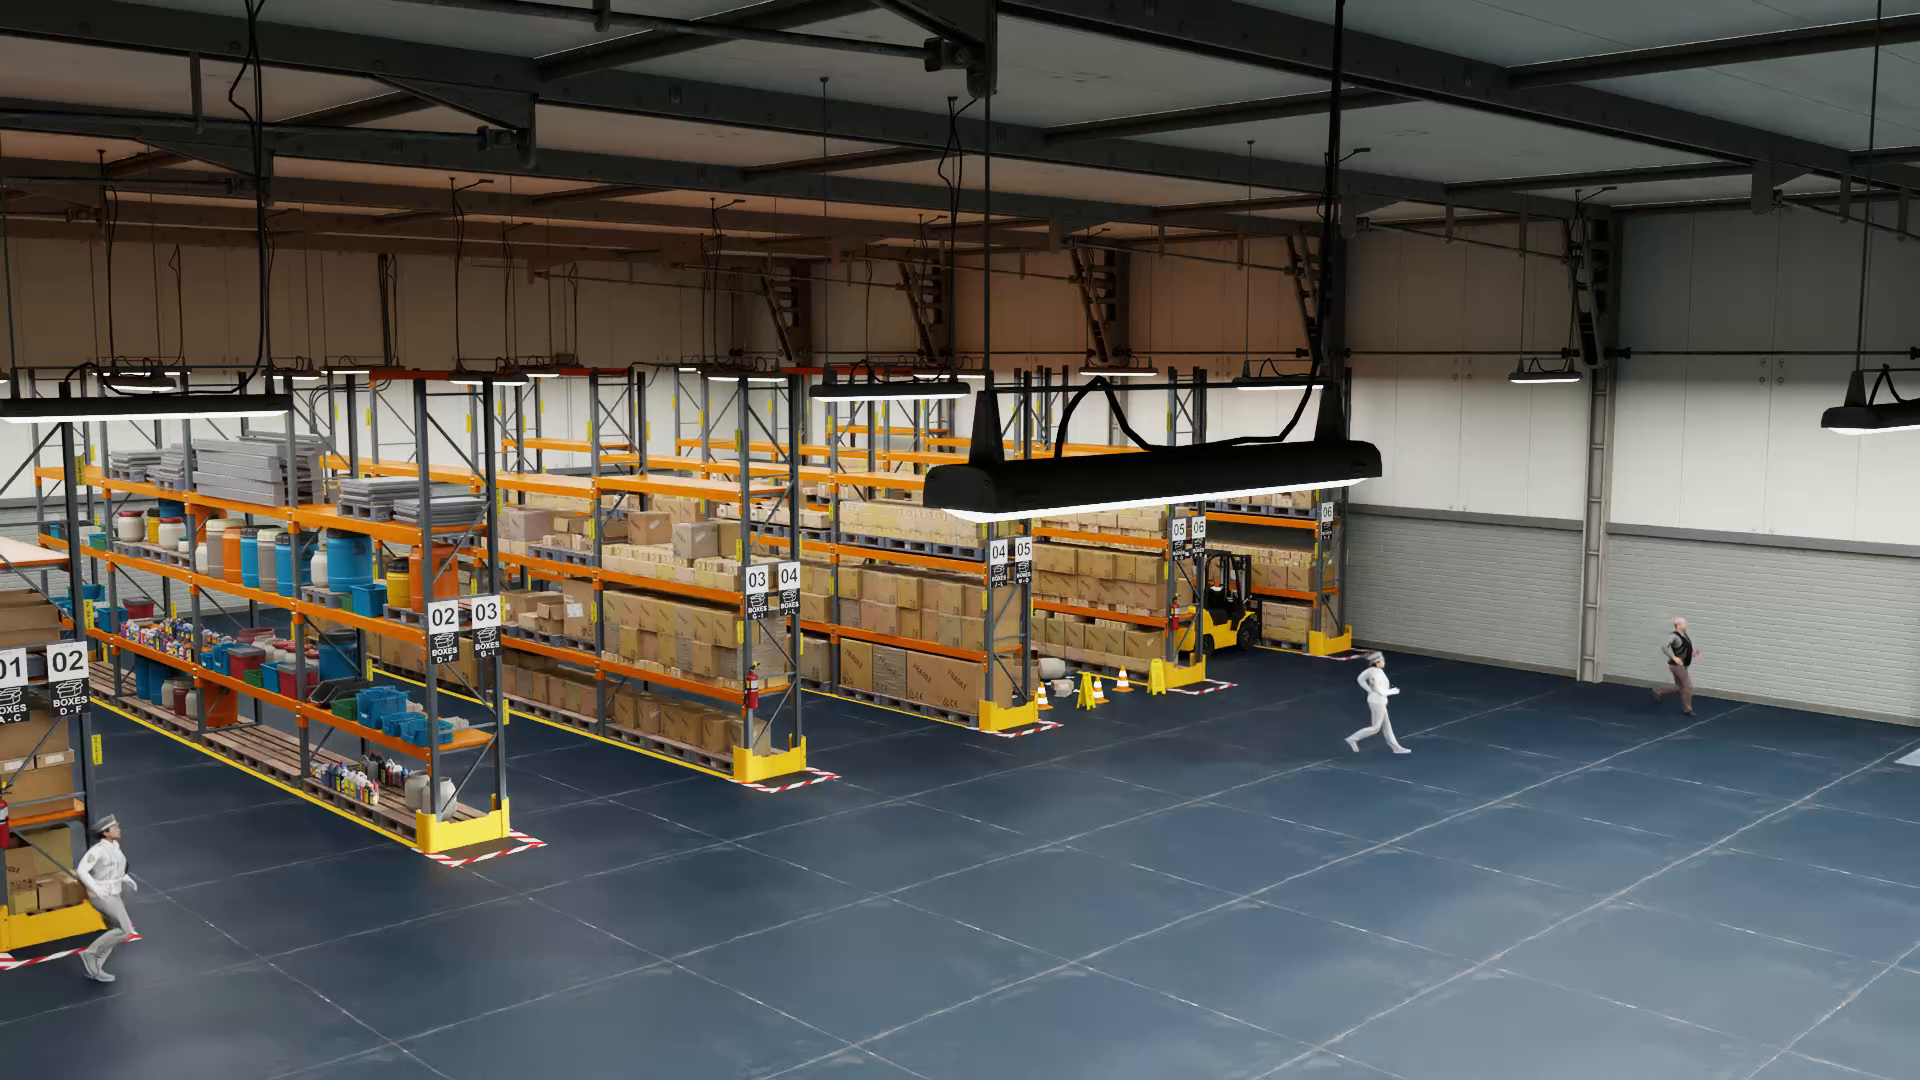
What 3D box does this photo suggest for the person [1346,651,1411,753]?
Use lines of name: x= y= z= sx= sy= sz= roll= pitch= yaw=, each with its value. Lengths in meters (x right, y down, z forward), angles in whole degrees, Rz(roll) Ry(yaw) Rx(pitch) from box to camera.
person: x=6.544 y=2.540 z=25.947 sx=1.046 sy=1.636 sz=0.626 roll=0 pitch=6 yaw=1

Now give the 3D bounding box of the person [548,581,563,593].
person: x=-10.035 y=0.787 z=41.540 sx=0.547 sy=1.756 sz=0.660 roll=-6 pitch=9 yaw=-42

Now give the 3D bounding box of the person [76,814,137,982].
person: x=-8.658 y=3.620 z=16.936 sx=0.505 sy=1.659 sz=0.621 roll=-1 pitch=7 yaw=-13

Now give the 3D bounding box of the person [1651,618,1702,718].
person: x=12.548 y=2.213 z=29.108 sx=0.880 sy=1.721 sz=0.662 roll=5 pitch=8 yaw=39
